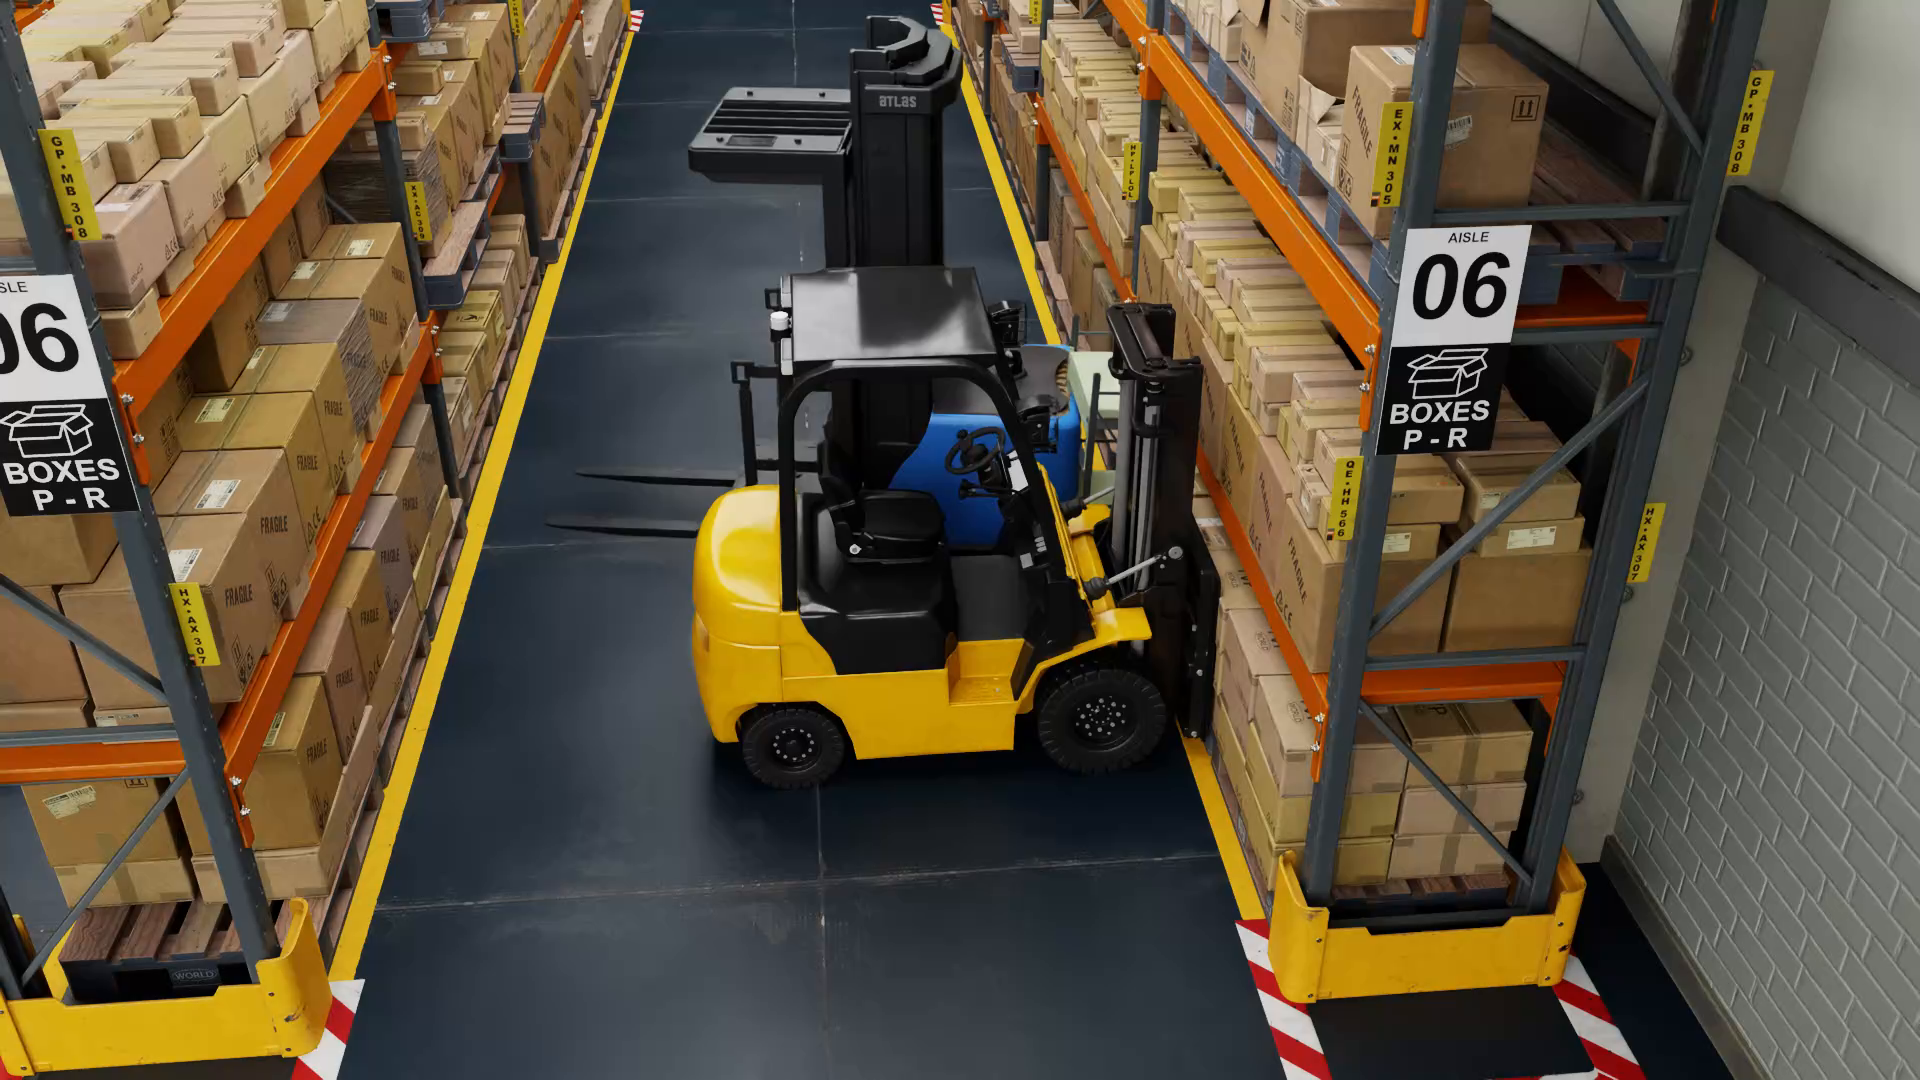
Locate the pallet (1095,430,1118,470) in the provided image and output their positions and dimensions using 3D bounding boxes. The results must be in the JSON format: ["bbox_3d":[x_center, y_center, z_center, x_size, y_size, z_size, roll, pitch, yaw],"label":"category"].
[{"bbox_3d":[1.382,-0.780,10.850,1.003,0.211,1.213,-3,31,-5],"label":"pallet"}]

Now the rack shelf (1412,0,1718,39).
[{"bbox_3d":[1.676,-2.676,6.547,1.077,0.370,4.000,-3,31,-5],"label":"rack shelf"}]

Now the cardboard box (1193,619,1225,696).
[{"bbox_3d":[1.401,0.472,7.818,0.500,0.250,0.500,-3,31,-6],"label":"cardboard box"}]

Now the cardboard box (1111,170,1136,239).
[{"bbox_3d":[1.189,-1.991,9.817,0.500,0.250,0.500,-3,31,-6],"label":"cardboard box"}]

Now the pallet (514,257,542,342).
[{"bbox_3d":[-3.754,-1.809,12.573,1.003,0.211,1.213,-3,31,-5],"label":"pallet"}]

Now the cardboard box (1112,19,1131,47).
[{"bbox_3d":[1.348,-3.810,12.473,0.380,0.149,0.250,-2,31,-3],"label":"cardboard box"}]

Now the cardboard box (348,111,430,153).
[{"bbox_3d":[-3.144,-2.249,9.161,0.380,0.149,0.250,-3,31,-5],"label":"cardboard box"}]

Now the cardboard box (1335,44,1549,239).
[{"bbox_3d":[1.579,-1.329,5.519,0.500,0.500,0.500,-2,31,-3],"label":"cardboard box"}]

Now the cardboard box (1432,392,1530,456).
[{"bbox_3d":[2.015,-0.461,6.576,0.380,0.149,0.250,-2,31,-4],"label":"cardboard box"}]

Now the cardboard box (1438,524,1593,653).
[{"bbox_3d":[2.094,0.130,6.509,0.500,0.500,0.500,-2,31,-3],"label":"cardboard box"}]

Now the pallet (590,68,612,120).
[{"bbox_3d":[-4.193,-4.642,17.316,1.003,0.211,1.213,-3,31,-5],"label":"pallet"}]

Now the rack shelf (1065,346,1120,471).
[{"bbox_3d":[0.811,-0.692,8.666,0.431,0.370,0.720,0,31,-5],"label":"rack shelf"}]

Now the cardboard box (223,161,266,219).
[{"bbox_3d":[-2.911,-1.345,6.396,0.380,0.149,0.250,-2,31,-4],"label":"cardboard box"}]

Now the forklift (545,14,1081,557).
[{"bbox_3d":[-0.829,-1.268,9.015,3.031,2.935,1.130,2,31,4],"label":"forklift"}]

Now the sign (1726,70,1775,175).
[{"bbox_3d":[2.416,-1.281,5.115,0.100,0.325,0.005,-3,31,-5],"label":"sign"}]

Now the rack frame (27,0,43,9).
[{"bbox_3d":[-9.118,-5.159,15.461,1.000,3.000,0.127,-3,31,-5],"label":"rack frame"}]

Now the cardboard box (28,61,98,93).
[{"bbox_3d":[-3.418,-1.656,6.140,0.380,0.149,0.250,-4,31,-6],"label":"cardboard box"}]

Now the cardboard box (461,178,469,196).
[{"bbox_3d":[-3.310,-2.261,10.446,0.380,0.149,0.250,-3,31,-4],"label":"cardboard box"}]

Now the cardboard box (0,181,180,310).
[{"bbox_3d":[-2.860,-0.941,5.332,0.500,0.250,0.500,-3,31,-5],"label":"cardboard box"}]

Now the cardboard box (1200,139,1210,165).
[{"bbox_3d":[1.675,-2.381,10.081,0.380,0.149,0.250,-3,31,-5],"label":"cardboard box"}]

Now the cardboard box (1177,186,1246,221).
[{"bbox_3d":[1.356,-1.746,8.728,0.380,0.149,0.250,-2,31,-4],"label":"cardboard box"}]

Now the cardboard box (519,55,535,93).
[{"bbox_3d":[-3.621,-3.603,13.002,0.500,0.250,0.500,-3,31,-5],"label":"cardboard box"}]

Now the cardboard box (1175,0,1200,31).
[{"bbox_3d":[1.325,-2.639,7.898,0.500,0.311,0.500,-2,31,-4],"label":"cardboard box"}]

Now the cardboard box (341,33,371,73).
[{"bbox_3d":[-3.118,-2.396,8.156,0.380,0.149,0.250,-3,31,-4],"label":"cardboard box"}]

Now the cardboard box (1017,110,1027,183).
[{"bbox_3d":[0.774,-3.481,14.680,0.500,0.500,0.500,-1,31,-2],"label":"cardboard box"}]

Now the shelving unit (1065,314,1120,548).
[{"bbox_3d":[0.794,-0.356,8.864,0.431,1.500,0.755,0,31,-5],"label":"shelving unit"}]

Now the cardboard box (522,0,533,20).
[{"bbox_3d":[-3.684,-4.394,13.108,0.500,0.500,0.500,-3,31,-4],"label":"cardboard box"}]

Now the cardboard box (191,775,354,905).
[{"bbox_3d":[-2.878,1.254,6.997,0.500,0.250,0.500,-3,31,-5],"label":"cardboard box"}]

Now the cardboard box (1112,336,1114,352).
[{"bbox_3d":[1.430,-1.029,10.454,0.875,0.625,0.625,-1,31,-2],"label":"cardboard box"}]

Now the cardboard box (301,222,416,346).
[{"bbox_3d":[-3.163,-1.319,8.645,0.500,0.500,0.500,-4,31,-6],"label":"cardboard box"}]

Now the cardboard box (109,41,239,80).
[{"bbox_3d":[-3.019,-1.813,6.402,0.380,0.149,0.250,-2,31,-4],"label":"cardboard box"}]

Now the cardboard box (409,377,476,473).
[{"bbox_3d":[-3.503,-0.683,10.121,0.950,0.372,0.625,-2,31,-4],"label":"cardboard box"}]

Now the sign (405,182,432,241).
[{"bbox_3d":[-2.912,-1.764,8.935,0.100,0.325,0.005,-3,31,-5],"label":"sign"}]

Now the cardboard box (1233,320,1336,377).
[{"bbox_3d":[1.401,-0.829,7.193,0.380,0.149,0.250,-2,31,-4],"label":"cardboard box"}]

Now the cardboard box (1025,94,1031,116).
[{"bbox_3d":[0.777,-3.809,14.598,0.380,0.149,0.250,-3,31,-5],"label":"cardboard box"}]

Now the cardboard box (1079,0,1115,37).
[{"bbox_3d":[1.223,-4.138,13.246,0.500,0.500,0.500,-1,31,-2],"label":"cardboard box"}]

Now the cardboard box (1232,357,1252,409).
[{"bbox_3d":[1.408,-0.699,7.265,0.380,0.149,0.250,-3,31,-4],"label":"cardboard box"}]

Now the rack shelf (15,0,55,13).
[{"bbox_3d":[-9.305,-5.871,17.355,1.077,0.370,4.000,-3,31,-5],"label":"rack shelf"}]

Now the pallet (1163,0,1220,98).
[{"bbox_3d":[1.595,-2.418,8.034,1.003,0.211,1.213,-3,31,-5],"label":"pallet"}]

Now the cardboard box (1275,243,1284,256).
[{"bbox_3d":[1.850,-1.511,8.624,0.380,0.149,0.250,-2,31,-3],"label":"cardboard box"}]

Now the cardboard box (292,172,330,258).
[{"bbox_3d":[-3.627,-1.728,8.355,0.700,0.500,0.500,-3,31,-5],"label":"cardboard box"}]

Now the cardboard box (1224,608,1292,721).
[{"bbox_3d":[1.456,0.530,7.234,0.500,0.250,0.500,-2,31,-4],"label":"cardboard box"}]

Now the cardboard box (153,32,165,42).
[{"bbox_3d":[-3.592,-1.957,7.032,0.500,0.250,0.500,-2,31,-4],"label":"cardboard box"}]

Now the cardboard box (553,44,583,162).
[{"bbox_3d":[-3.970,-3.942,15.087,0.875,0.875,0.875,-2,31,-3],"label":"cardboard box"}]

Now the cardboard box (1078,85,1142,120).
[{"bbox_3d":[0.986,-2.870,10.900,0.380,0.149,0.250,-4,31,-6],"label":"cardboard box"}]

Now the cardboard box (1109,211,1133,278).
[{"bbox_3d":[1.182,-1.783,9.956,0.500,0.250,0.500,-2,31,-3],"label":"cardboard box"}]

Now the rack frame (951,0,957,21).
[{"bbox_3d":[0.368,-7.729,19.765,1.000,3.000,0.127,-3,31,-5],"label":"rack frame"}]

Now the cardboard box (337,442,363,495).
[{"bbox_3d":[-2.966,-0.325,7.614,0.380,0.149,0.250,-2,31,-4],"label":"cardboard box"}]

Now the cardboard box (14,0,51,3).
[{"bbox_3d":[-8.819,-5.211,15.794,0.380,0.149,0.250,-2,31,-3],"label":"cardboard box"}]

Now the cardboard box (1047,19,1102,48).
[{"bbox_3d":[0.852,-3.789,12.439,0.380,0.149,0.250,-2,31,-3],"label":"cardboard box"}]

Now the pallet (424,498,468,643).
[{"bbox_3d":[-3.354,0.175,9.250,1.003,0.211,1.213,-3,31,-5],"label":"pallet"}]

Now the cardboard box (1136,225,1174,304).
[{"bbox_3d":[1.271,-1.406,9.082,0.500,0.500,0.500,-4,31,-6],"label":"cardboard box"}]

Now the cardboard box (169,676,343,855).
[{"bbox_3d":[-2.881,0.920,6.825,0.500,0.500,0.500,-4,31,-6],"label":"cardboard box"}]

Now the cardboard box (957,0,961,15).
[{"bbox_3d":[0.331,-6.521,19.767,0.797,0.503,0.637,-4,31,-7],"label":"cardboard box"}]

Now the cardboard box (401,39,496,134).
[{"bbox_3d":[-3.399,-3.016,11.077,0.500,0.500,0.500,-5,31,-8],"label":"cardboard box"}]
